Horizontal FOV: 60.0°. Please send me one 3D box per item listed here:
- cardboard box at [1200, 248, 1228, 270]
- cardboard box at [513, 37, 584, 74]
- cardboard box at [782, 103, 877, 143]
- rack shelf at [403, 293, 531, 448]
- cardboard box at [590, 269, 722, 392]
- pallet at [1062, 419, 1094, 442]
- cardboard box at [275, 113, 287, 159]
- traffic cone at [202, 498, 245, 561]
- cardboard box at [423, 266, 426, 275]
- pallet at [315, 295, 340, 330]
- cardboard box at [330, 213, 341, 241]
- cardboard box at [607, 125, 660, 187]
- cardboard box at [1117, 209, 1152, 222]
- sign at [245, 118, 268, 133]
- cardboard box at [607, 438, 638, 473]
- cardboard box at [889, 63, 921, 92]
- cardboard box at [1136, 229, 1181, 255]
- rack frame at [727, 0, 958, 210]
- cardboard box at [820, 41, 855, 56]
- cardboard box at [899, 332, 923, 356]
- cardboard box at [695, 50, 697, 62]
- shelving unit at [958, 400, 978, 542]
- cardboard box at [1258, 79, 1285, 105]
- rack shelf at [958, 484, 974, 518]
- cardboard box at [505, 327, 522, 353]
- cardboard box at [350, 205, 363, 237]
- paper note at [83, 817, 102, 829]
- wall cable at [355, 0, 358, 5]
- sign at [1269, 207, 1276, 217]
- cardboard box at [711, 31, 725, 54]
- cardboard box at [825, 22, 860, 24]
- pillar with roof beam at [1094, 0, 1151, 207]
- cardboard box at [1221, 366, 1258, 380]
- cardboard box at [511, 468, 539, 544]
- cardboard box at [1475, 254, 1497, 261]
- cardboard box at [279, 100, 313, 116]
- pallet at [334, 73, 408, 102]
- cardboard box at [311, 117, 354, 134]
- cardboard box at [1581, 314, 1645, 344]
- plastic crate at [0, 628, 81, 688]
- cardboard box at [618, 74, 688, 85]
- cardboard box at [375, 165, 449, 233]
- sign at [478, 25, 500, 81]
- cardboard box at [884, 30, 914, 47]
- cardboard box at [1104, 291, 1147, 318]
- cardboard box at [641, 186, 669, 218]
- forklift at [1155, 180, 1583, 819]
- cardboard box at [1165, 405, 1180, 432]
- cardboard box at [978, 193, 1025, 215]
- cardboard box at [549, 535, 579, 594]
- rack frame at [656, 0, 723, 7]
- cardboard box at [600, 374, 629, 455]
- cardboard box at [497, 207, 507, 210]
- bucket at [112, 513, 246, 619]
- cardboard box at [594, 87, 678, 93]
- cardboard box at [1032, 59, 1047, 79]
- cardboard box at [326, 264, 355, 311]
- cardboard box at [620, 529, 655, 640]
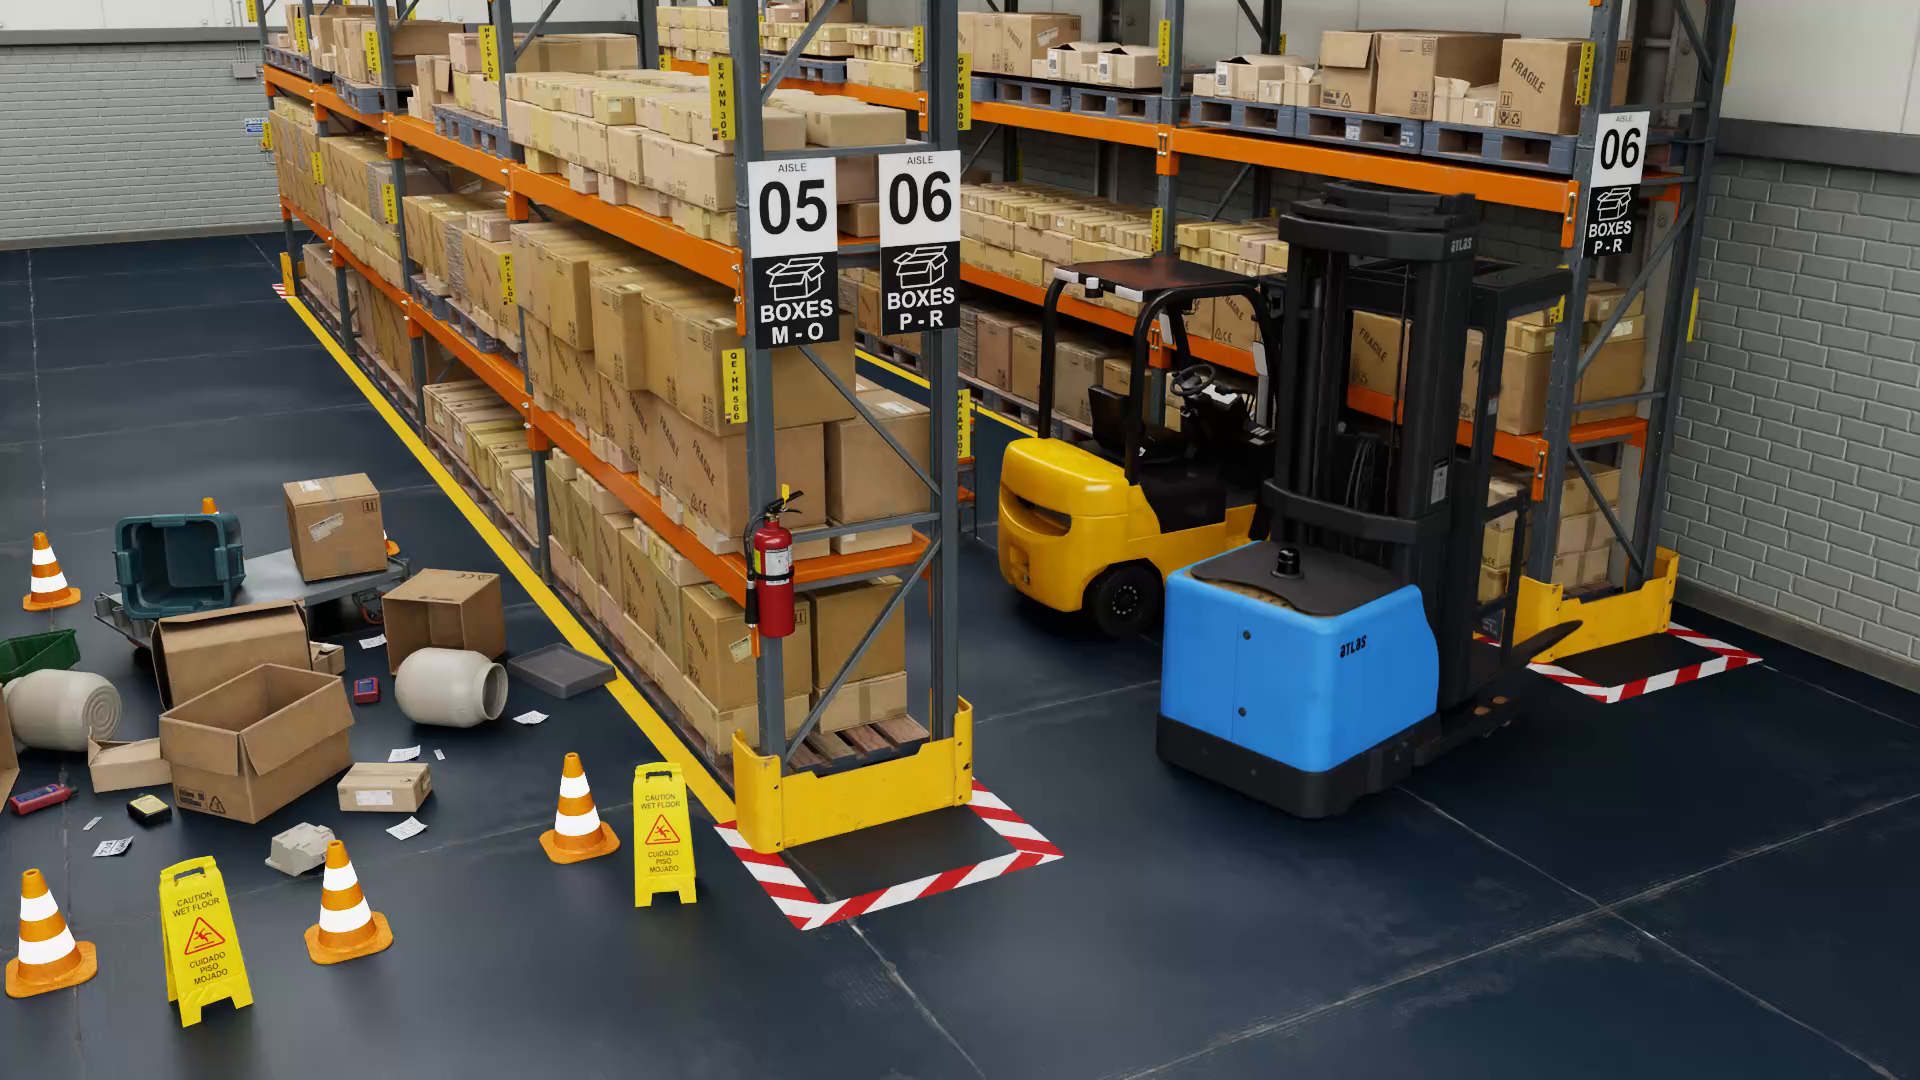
[{"bbox_3d":[2.035,-2.114,12.510,0.380,0.149,0.250,-9,21,-25],"label":"cardboard box"},{"bbox_3d":[-2.763,-3.125,10.809,0.500,0.250,0.500,-9,21,-25],"label":"cardboard box"},{"bbox_3d":[-0.599,-1.928,7.683,0.380,0.149,0.250,-10,21,-27],"label":"cardboard box"},{"bbox_3d":[-3.325,-1.430,12.780,1.077,0.370,4.000,-10,21,-27],"label":"rack shelf"},{"bbox_3d":[-1.477,-1.098,8.573,0.700,0.500,0.500,-10,22,-27],"label":"cardboard box"},{"bbox_3d":[1.607,-0.853,14.281,1.003,0.211,1.213,-10,21,-27],"label":"pallet"},{"bbox_3d":[-7.845,-4.832,19.849,0.500,0.500,0.500,-11,22,-28],"label":"cardboard box"},{"bbox_3d":[-5.214,-0.064,11.609,0.336,0.463,0.334,-10,21,-27],"label":"traffic cone"},{"bbox_3d":[-4.284,-2.302,13.946,0.380,0.149,0.250,-11,22,-30],"label":"cardboard box"},{"bbox_3d":[-7.050,-2.756,19.793,1.003,0.211,1.213,-10,21,-27],"label":"pallet"},{"bbox_3d":[-6.198,-3.255,17.195,0.500,0.250,0.500,-11,22,-28],"label":"cardboard box"},{"bbox_3d":[-1.444,-1.933,8.311,0.500,0.250,0.500,-9,21,-25],"label":"cardboard box"},{"bbox_3d":[1.579,-2.757,14.374,0.380,0.149,0.250,-10,21,-27],"label":"cardboard box"},{"bbox_3d":[-10.843,-6.394,25.648,0.327,0.218,0.001,-10,21,-27],"label":"sign"},{"bbox_3d":[-1.765,-0.501,9.369,0.380,0.149,0.250,-10,21,-27],"label":"cardboard box"},{"bbox_3d":[-0.366,-4.571,16.411,0.500,0.250,0.500,-11,22,-28],"label":"cardboard box"},{"bbox_3d":[1.634,-2.384,13.293,0.380,0.149,0.250,-9,21,-25],"label":"cardboard box"},{"bbox_3d":[-0.476,-2.884,6.693,1.000,3.000,0.127,-10,21,-27],"label":"rack frame"},{"bbox_3d":[-1.263,-5.223,17.658,0.380,0.149,0.250,-9,21,-25],"label":"cardboard box"},{"bbox_3d":[-0.298,-2.219,17.153,0.500,0.500,0.500,-9,21,-25],"label":"cardboard box"},{"bbox_3d":[-3.176,-6.212,21.322,0.380,0.149,0.250,-10,22,-27],"label":"cardboard box"},{"bbox_3d":[-0.025,-0.512,12.005,0.215,1.050,0.252,-10,21,-27],"label":"shelving unit"},{"bbox_3d":[2.302,-3.115,11.548,0.380,0.149,0.250,-9,21,-25],"label":"cardboard box"},{"bbox_3d":[-0.025,-0.239,12.099,0.215,0.259,0.240,-10,21,-27],"label":"rack shelf"},{"bbox_3d":[-2.863,-1.381,11.276,0.380,0.149,0.250,-10,21,-26],"label":"cardboard box"},{"bbox_3d":[-5.483,-3.049,15.832,0.500,0.250,0.500,-11,22,-28],"label":"cardboard box"},{"bbox_3d":[-4.233,1.382,8.112,0.032,0.001,0.123,1,19,2],"label":"paper note"},{"bbox_3d":[-10.359,-9.182,24.945,2.355,3.000,0.029,-10,21,-27],"label":"wall cable"},{"bbox_3d":[2.479,-2.499,13.327,0.100,0.325,0.005,-10,21,-27],"label":"sign"},{"bbox_3d":[-2.746,-6.146,20.521,0.500,0.250,0.500,-9,21,-26],"label":"cardboard box"},{"bbox_3d":[-1.294,-5.739,18.699,0.380,0.149,0.250,-10,22,-28],"label":"cardboard box"},{"bbox_3d":[-2.285,-5.049,12.967,9.100,9.000,0.400,-10,21,-27],"label":"pillar with roof beam"},{"bbox_3d":[2.395,-1.226,13.125,0.500,0.250,0.500,-10,21,-26],"label":"cardboard box"},{"bbox_3d":[-2.627,-0.303,11.795,0.950,0.372,0.625,-10,21,-26],"label":"cardboard box"},{"bbox_3d":[3.397,-1.831,11.237,0.380,0.149,0.250,-11,22,-28],"label":"cardboard box"},{"bbox_3d":[-7.798,-5.093,19.613,0.380,0.149,0.250,-11,22,-28],"label":"cardboard box"},{"bbox_3d":[-5.161,-4.170,15.309,1.003,0.211,1.213,-9,21,-24],"label":"pallet"},{"bbox_3d":[-6.601,-4.358,17.483,0.380,0.149,0.250,-10,22,-28],"label":"cardboard box"},{"bbox_3d":[3.958,-1.309,10.179,0.380,0.149,0.250,-11,22,-28],"label":"cardboard box"},{"bbox_3d":[-5.448,0.749,9.586,0.450,0.188,0.662,-9,19,5],"label":"plastic crate"},{"bbox_3d":[-1.797,-2.664,9.817,0.380,0.149,0.250,-9,21,-25],"label":"cardboard box"},{"bbox_3d":[-4.750,-2.972,14.460,0.500,0.500,0.500,-11,22,-28],"label":"cardboard box"},{"bbox_3d":[-2.862,-2.958,10.109,0.100,0.325,0.005,-10,21,-27],"label":"sign"},{"bbox_3d":[-0.534,-5.004,16.598,0.380,0.149,0.250,-11,22,-28],"label":"cardboard box"},{"bbox_3d":[1.522,-1.999,13.557,0.500,0.250,0.500,-9,21,-25],"label":"cardboard box"},{"bbox_3d":[-1.356,-1.701,8.250,0.380,0.149,0.250,-10,21,-27],"label":"cardboard box"},{"bbox_3d":[2.435,-0.424,8.866,3.031,2.935,1.130,-17,26,-41],"label":"forklift"},{"bbox_3d":[1.949,-0.914,12.988,0.500,0.250,0.500,-10,21,-27],"label":"cardboard box"},{"bbox_3d":[0.392,-3.112,15.403,0.380,0.149,0.250,-10,21,-26],"label":"cardboard box"},{"bbox_3d":[-2.333,0.116,10.767,0.500,0.250,0.500,-11,22,-29],"label":"cardboard box"},{"bbox_3d":[-3.707,-8.247,22.235,1.000,3.000,0.127,-10,21,-27],"label":"rack frame"},{"bbox_3d":[-1.668,-0.786,9.201,0.500,0.500,0.500,-10,21,-26],"label":"cardboard box"},{"bbox_3d":[-3.318,-2.352,13.096,0.500,0.500,0.500,-12,22,-30],"label":"cardboard box"},{"bbox_3d":[-4.590,0.110,9.901,0.726,0.611,0.620,-3,9,-8],"label":"bucket"},{"bbox_3d":[-1.702,-2.298,8.756,0.380,0.149,0.250,-10,21,-26],"label":"cardboard box"},{"bbox_3d":[0.836,-4.001,14.117,0.380,0.149,0.250,-10,22,-27],"label":"cardboard box"},{"bbox_3d":[-6.804,-2.934,19.319,0.875,0.438,0.875,-11,22,-28],"label":"cardboard box"},{"bbox_3d":[-1.570,0.214,9.334,0.500,0.500,0.500,-11,22,-28],"label":"cardboard box"}]
